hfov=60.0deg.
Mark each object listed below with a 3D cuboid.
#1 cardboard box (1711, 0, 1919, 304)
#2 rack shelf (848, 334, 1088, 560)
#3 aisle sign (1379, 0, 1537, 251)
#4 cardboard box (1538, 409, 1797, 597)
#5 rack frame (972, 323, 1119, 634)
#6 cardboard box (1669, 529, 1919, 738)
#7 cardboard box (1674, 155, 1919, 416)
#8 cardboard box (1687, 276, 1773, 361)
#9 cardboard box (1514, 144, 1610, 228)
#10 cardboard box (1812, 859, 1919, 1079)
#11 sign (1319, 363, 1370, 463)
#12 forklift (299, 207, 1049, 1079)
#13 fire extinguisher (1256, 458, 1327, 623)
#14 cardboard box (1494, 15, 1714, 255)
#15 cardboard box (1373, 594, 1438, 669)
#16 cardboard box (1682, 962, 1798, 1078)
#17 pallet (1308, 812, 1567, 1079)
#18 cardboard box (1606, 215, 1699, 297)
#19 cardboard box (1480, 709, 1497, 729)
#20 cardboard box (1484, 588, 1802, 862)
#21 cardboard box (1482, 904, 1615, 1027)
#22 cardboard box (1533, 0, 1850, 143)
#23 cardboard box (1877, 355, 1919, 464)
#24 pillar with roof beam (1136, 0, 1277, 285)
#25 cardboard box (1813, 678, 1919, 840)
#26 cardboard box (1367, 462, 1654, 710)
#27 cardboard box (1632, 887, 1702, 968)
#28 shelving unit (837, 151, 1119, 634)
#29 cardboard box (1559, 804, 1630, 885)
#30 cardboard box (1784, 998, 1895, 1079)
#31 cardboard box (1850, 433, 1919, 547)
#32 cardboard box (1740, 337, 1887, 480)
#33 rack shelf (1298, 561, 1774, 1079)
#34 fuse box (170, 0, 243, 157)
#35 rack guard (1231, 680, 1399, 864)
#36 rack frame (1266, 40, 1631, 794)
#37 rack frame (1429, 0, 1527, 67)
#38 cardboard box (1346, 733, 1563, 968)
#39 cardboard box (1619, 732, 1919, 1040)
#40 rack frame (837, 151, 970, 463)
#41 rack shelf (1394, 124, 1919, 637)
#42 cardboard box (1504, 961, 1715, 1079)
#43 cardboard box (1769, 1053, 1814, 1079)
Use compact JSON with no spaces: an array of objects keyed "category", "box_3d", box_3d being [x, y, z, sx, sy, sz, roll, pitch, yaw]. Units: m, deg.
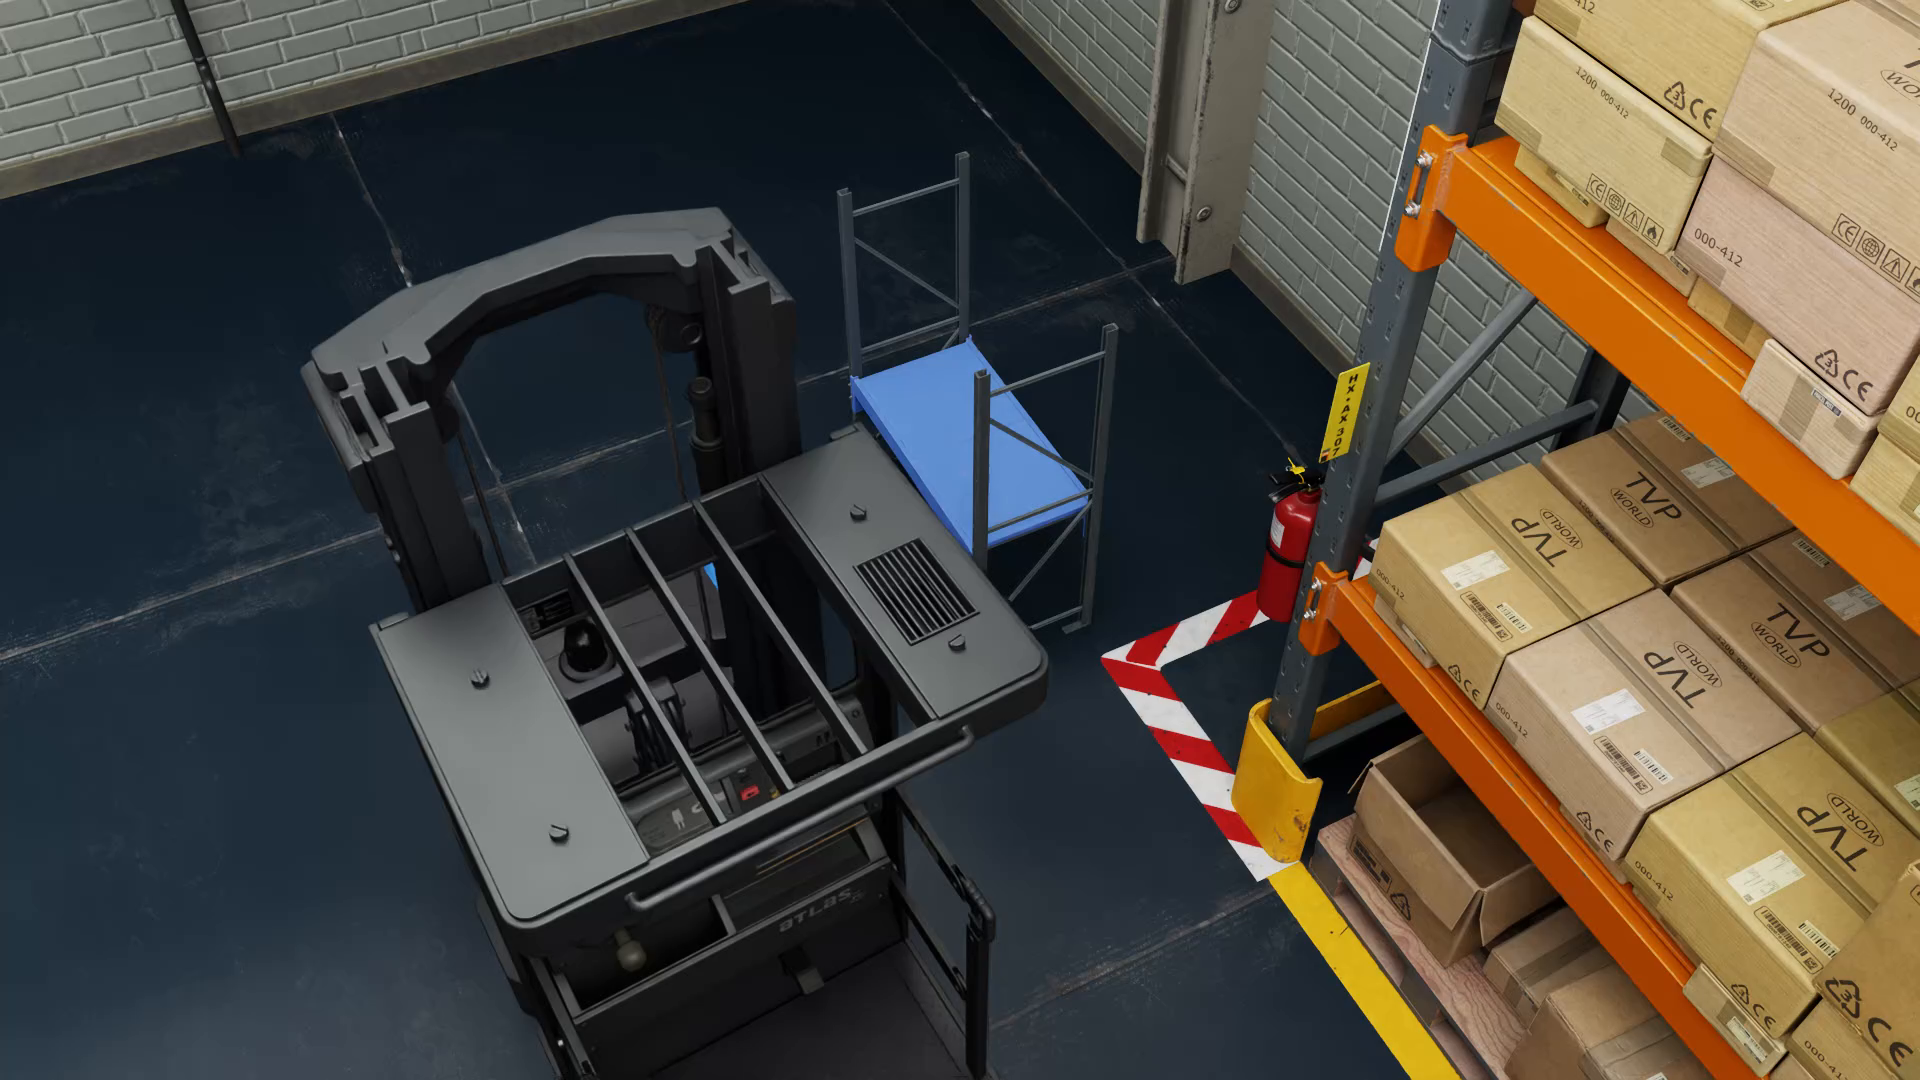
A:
[{"category":"cardboard box","box_3d":[1.688,-0.703,2.842,0.500,0.250,0.500,-22,52,-18]},{"category":"rack shelf","box_3d":[0.039,-0.318,6.164,0.538,0.185,1.000,-21,52,-18]},{"category":"aisle sign","box_3d":[1.200,-1.033,3.827,0.394,0.787,0.004,-21,52,-18]},{"category":"cardboard box","box_3d":[1.939,-0.065,4.609,0.500,0.250,0.500,-20,52,-16]},{"category":"rack frame","box_3d":[0.272,-0.096,5.731,0.500,1.500,0.032,-21,52,-18]},{"category":"cardboard box","box_3d":[2.174,0.280,4.307,0.500,0.250,0.500,-21,52,-17]},{"category":"cardboard box","box_3d":[1.704,-0.545,3.036,0.500,0.250,0.500,-20,52,-17]},{"category":"cardboard box","box_3d":[1.677,-0.500,3.262,0.380,0.149,0.250,-21,52,-17]},{"category":"cardboard box","box_3d":[1.432,-0.844,3.563,0.380,0.149,0.250,-20,52,-17]},{"category":"cardboard box","box_3d":[2.147,0.872,3.291,0.500,0.500,0.500,-20,52,-17]},{"category":"sign","box_3d":[1.010,-0.331,4.364,0.100,0.325,0.005,-21,52,-18]},{"category":"forklift","box_3d":[-0.515,0.828,3.971,1.130,2.935,3.031,-24,53,-20]},{"category":"fire extinguisher","box_3d":[1.014,-0.024,4.970,0.296,0.674,0.183,-21,52,-18]},{"category":"cardboard box","box_3d":[1.453,-0.878,3.327,0.500,0.250,0.500,-22,52,-18]},{"category":"cardboard box","box_3d":[1.399,0.164,4.673,0.380,0.149,0.250,-22,52,-18]},{"category":"cardboard box","box_3d":[1.944,1.043,3.904,0.380,0.149,0.250,-23,53,-19]},{"category":"pallet","box_3d":[1.893,1.269,5.393,1.003,0.211,1.213,-21,52,-18]},{"category":"cardboard box","box_3d":[1.575,-0.678,3.417,0.380,0.149,0.250,-20,52,-17]},{"category":"cardboard box","box_3d":[1.557,0.318,4.538,0.380,0.149,0.250,-20,52,-17]},{"category":"cardboard box","box_3d":[1.692,0.452,4.156,0.500,0.250,0.500,-21,52,-17]},{"category":"cardboard box","box_3d":[1.848,1.307,5.122,0.380,0.149,0.250,-23,53,-19]},{"category":"cardboard box","box_3d":[1.472,-1.050,3.146,0.500,0.250,0.500,-22,52,-18]},{"category":"cardboard box","box_3d":[1.927,-0.198,2.732,0.500,0.250,0.500,-23,53,-19]},{"category":"pillar with roof beam","box_3d":[-2.768,-2.840,3.148,9.100,9.000,0.400,-21,52,-18]},{"category":"cardboard box","box_3d":[2.396,0.613,4.015,0.500,0.250,0.500,-20,52,-16]},{"category":"cardboard box","box_3d":[1.461,0.115,4.451,0.500,0.250,0.500,-21,52,-17]},{"category":"cardboard box","box_3d":[1.895,0.848,4.075,0.380,0.149,0.250,-20,52,-17]},{"category":"shelving unit","box_3d":[0.039,-0.437,6.028,0.538,1.500,1.048,-21,52,-18]},{"category":"cardboard box","box_3d":[1.769,0.673,4.228,0.380,0.149,0.250,-20,52,-16]},{"category":"cardboard box","box_3d":[2.179,1.125,3.568,0.500,0.250,0.500,-22,53,-18]},{"category":"cardboard box","box_3d":[1.826,-0.125,2.934,0.380,0.149,0.250,-21,52,-18]},{"category":"cardboard box","box_3d":[1.700,-0.298,3.085,0.380,0.149,0.250,-20,52,-17]},{"category":"rack shelf","box_3d":[2.408,1.342,3.954,1.077,0.370,4.000,-21,52,-18]},{"category":"fuse box","box_3d":[-3.586,-2.488,7.682,0.539,1.711,0.414,-21,52,-18]},{"category":"rack guard","box_3d":[1.527,0.641,5.750,1.175,0.500,0.348,-21,52,-18]},{"category":"rack frame","box_3d":[1.493,-0.233,4.854,1.000,3.000,0.127,-21,52,-18]},{"category":"rack frame","box_3d":[1.493,-2.208,2.596,1.000,3.000,0.127,-21,52,-18]},{"category":"cardboard box","box_3d":[1.688,0.893,5.249,0.797,0.503,0.637,-23,53,-19]},{"category":"cardboard box","box_3d":[1.926,0.790,3.861,0.500,0.250,0.500,-22,52,-18]},{"category":"rack frame","box_3d":[-0.194,-0.777,6.326,0.500,1.500,0.032,-21,52,-18]},{"category":"rack shelf","box_3d":[2.408,0.355,2.825,1.077,0.370,4.000,-21,52,-18]},{"category":"cardboard box","box_3d":[2.045,1.479,4.738,0.700,0.500,0.500,-19,52,-16]},{"category":"cardboard box","box_3d":[2.083,1.213,3.756,0.380,0.149,0.250,-20,52,-17]}]
